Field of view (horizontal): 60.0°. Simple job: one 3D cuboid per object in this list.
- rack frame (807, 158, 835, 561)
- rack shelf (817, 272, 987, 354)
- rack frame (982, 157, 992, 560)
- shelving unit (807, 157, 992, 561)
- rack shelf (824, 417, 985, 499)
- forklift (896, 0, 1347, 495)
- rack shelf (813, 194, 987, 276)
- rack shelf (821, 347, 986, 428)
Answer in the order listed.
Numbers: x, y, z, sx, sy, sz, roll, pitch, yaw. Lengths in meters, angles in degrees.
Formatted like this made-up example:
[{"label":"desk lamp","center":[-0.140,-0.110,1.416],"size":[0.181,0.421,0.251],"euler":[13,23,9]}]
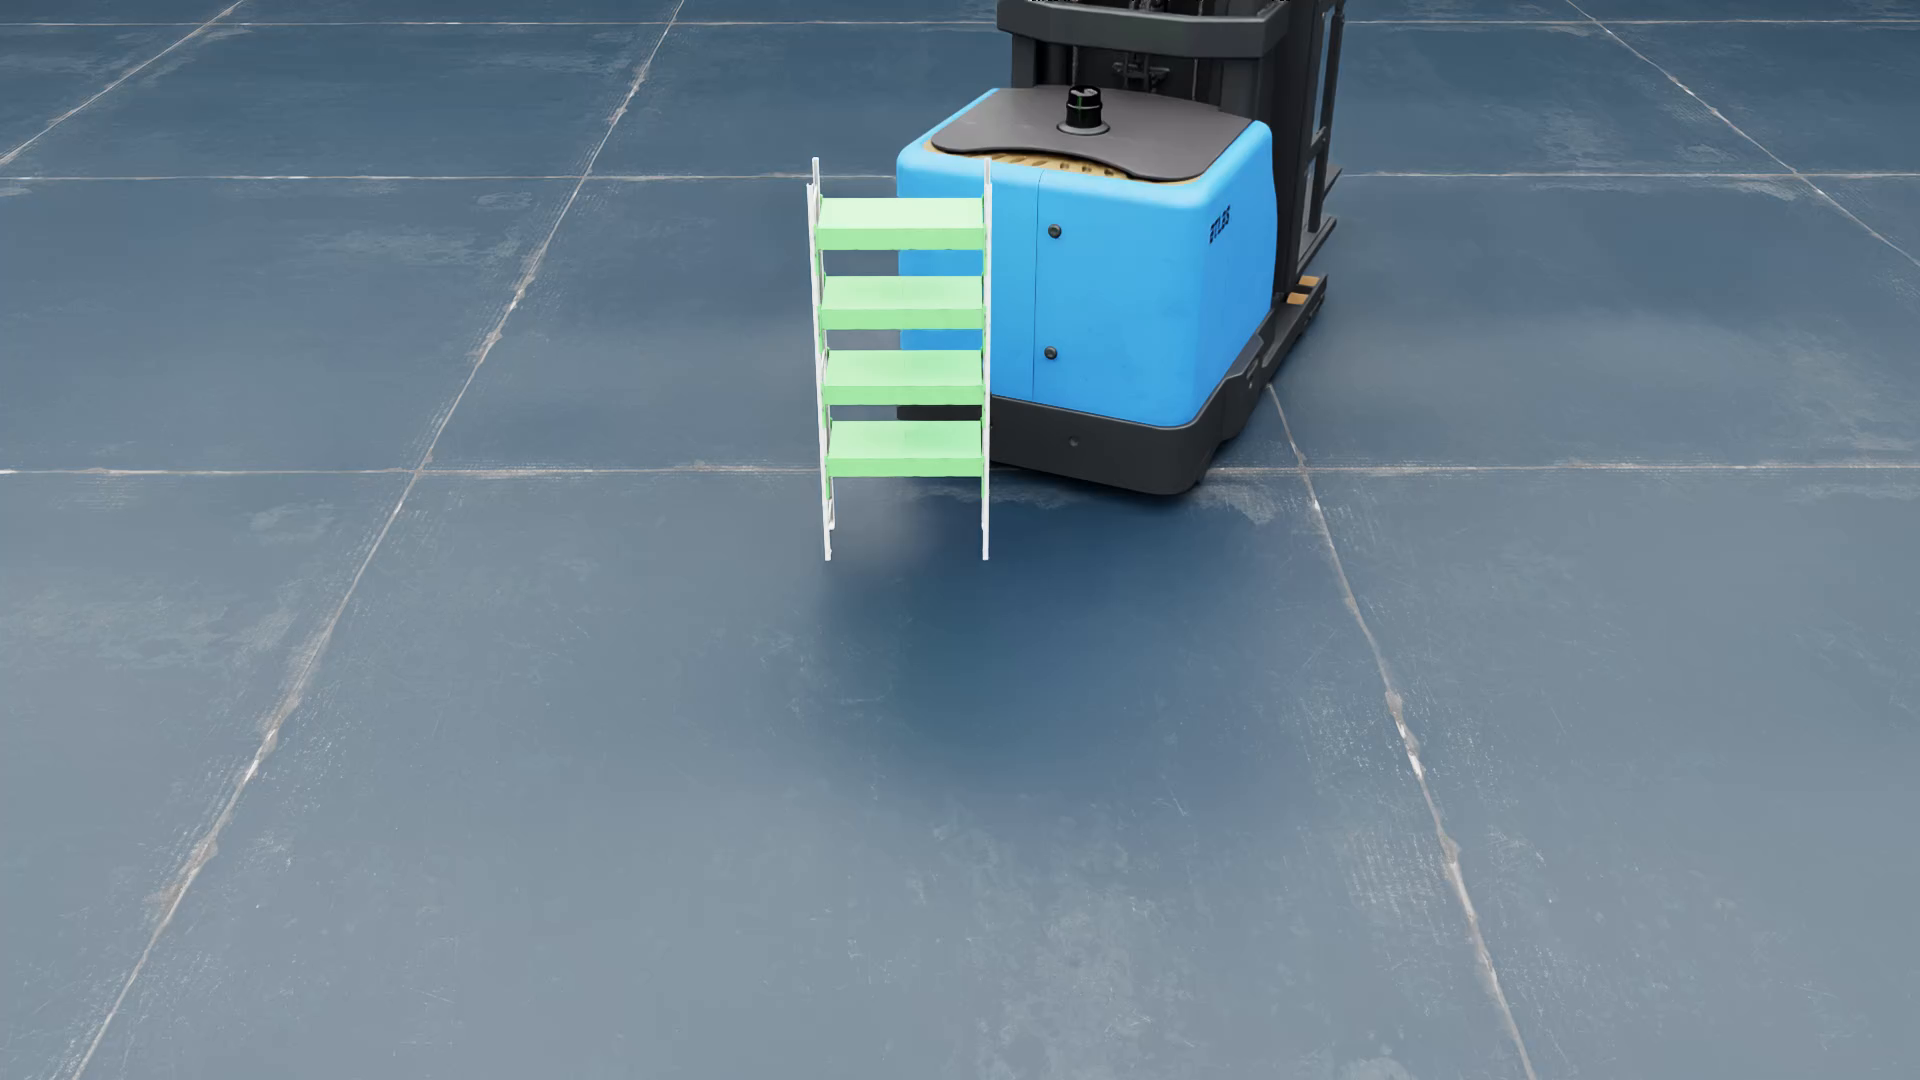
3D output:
[{"label":"rack frame","center":[-0.410,-0.512,4.937],"size":[0.015,1.200,0.240],"euler":[0,31,0]},{"label":"rack shelf","center":[-0.166,-0.663,4.847],"size":[0.480,0.148,0.258],"euler":[0,31,0]},{"label":"rack frame","center":[0.078,-0.513,4.939],"size":[0.015,1.200,0.240],"euler":[0,31,0]},{"label":"shelving unit","center":[-0.166,-0.512,4.938],"size":[0.503,1.200,0.258],"euler":[0,31,0]},{"label":"rack shelf","center":[-0.166,-0.253,5.096],"size":[0.480,0.148,0.258],"euler":[0,31,0]},{"label":"forklift","center":[0.839,-2.146,5.961],"size":[1.130,2.935,3.031],"euler":[13,34,20]},{"label":"rack shelf","center":[-0.166,-0.868,4.722],"size":[0.480,0.148,0.258],"euler":[0,31,0]},{"label":"rack shelf","center":[-0.166,-0.458,4.971],"size":[0.480,0.148,0.258],"euler":[0,31,0]}]
